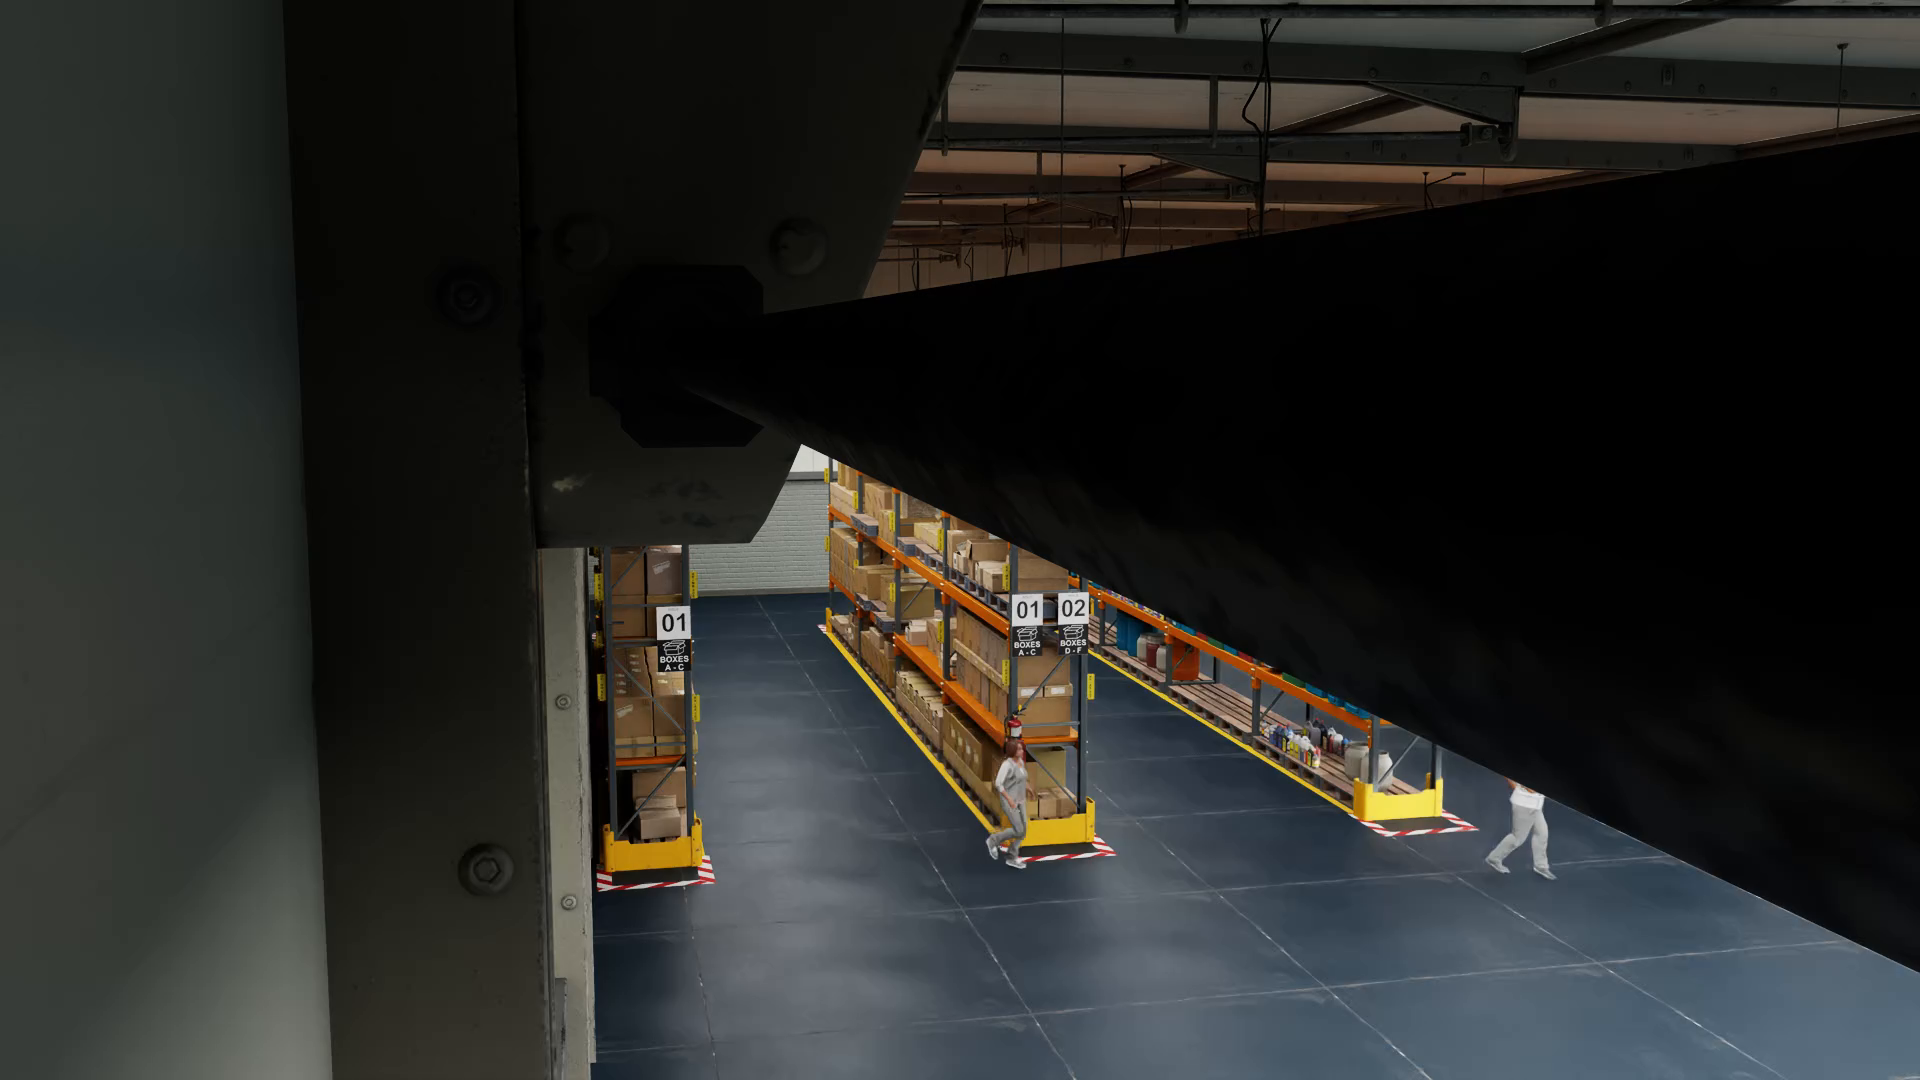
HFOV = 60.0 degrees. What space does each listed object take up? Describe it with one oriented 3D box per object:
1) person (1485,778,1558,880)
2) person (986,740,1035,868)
[{"bbox_3d":[6.659,3.190,19.631,0.826,1.716,0.582,2,7,16],"label":"person"},{"bbox_3d":[0.607,3.180,20.137,0.539,1.574,0.558,4,8,30],"label":"person"}]
